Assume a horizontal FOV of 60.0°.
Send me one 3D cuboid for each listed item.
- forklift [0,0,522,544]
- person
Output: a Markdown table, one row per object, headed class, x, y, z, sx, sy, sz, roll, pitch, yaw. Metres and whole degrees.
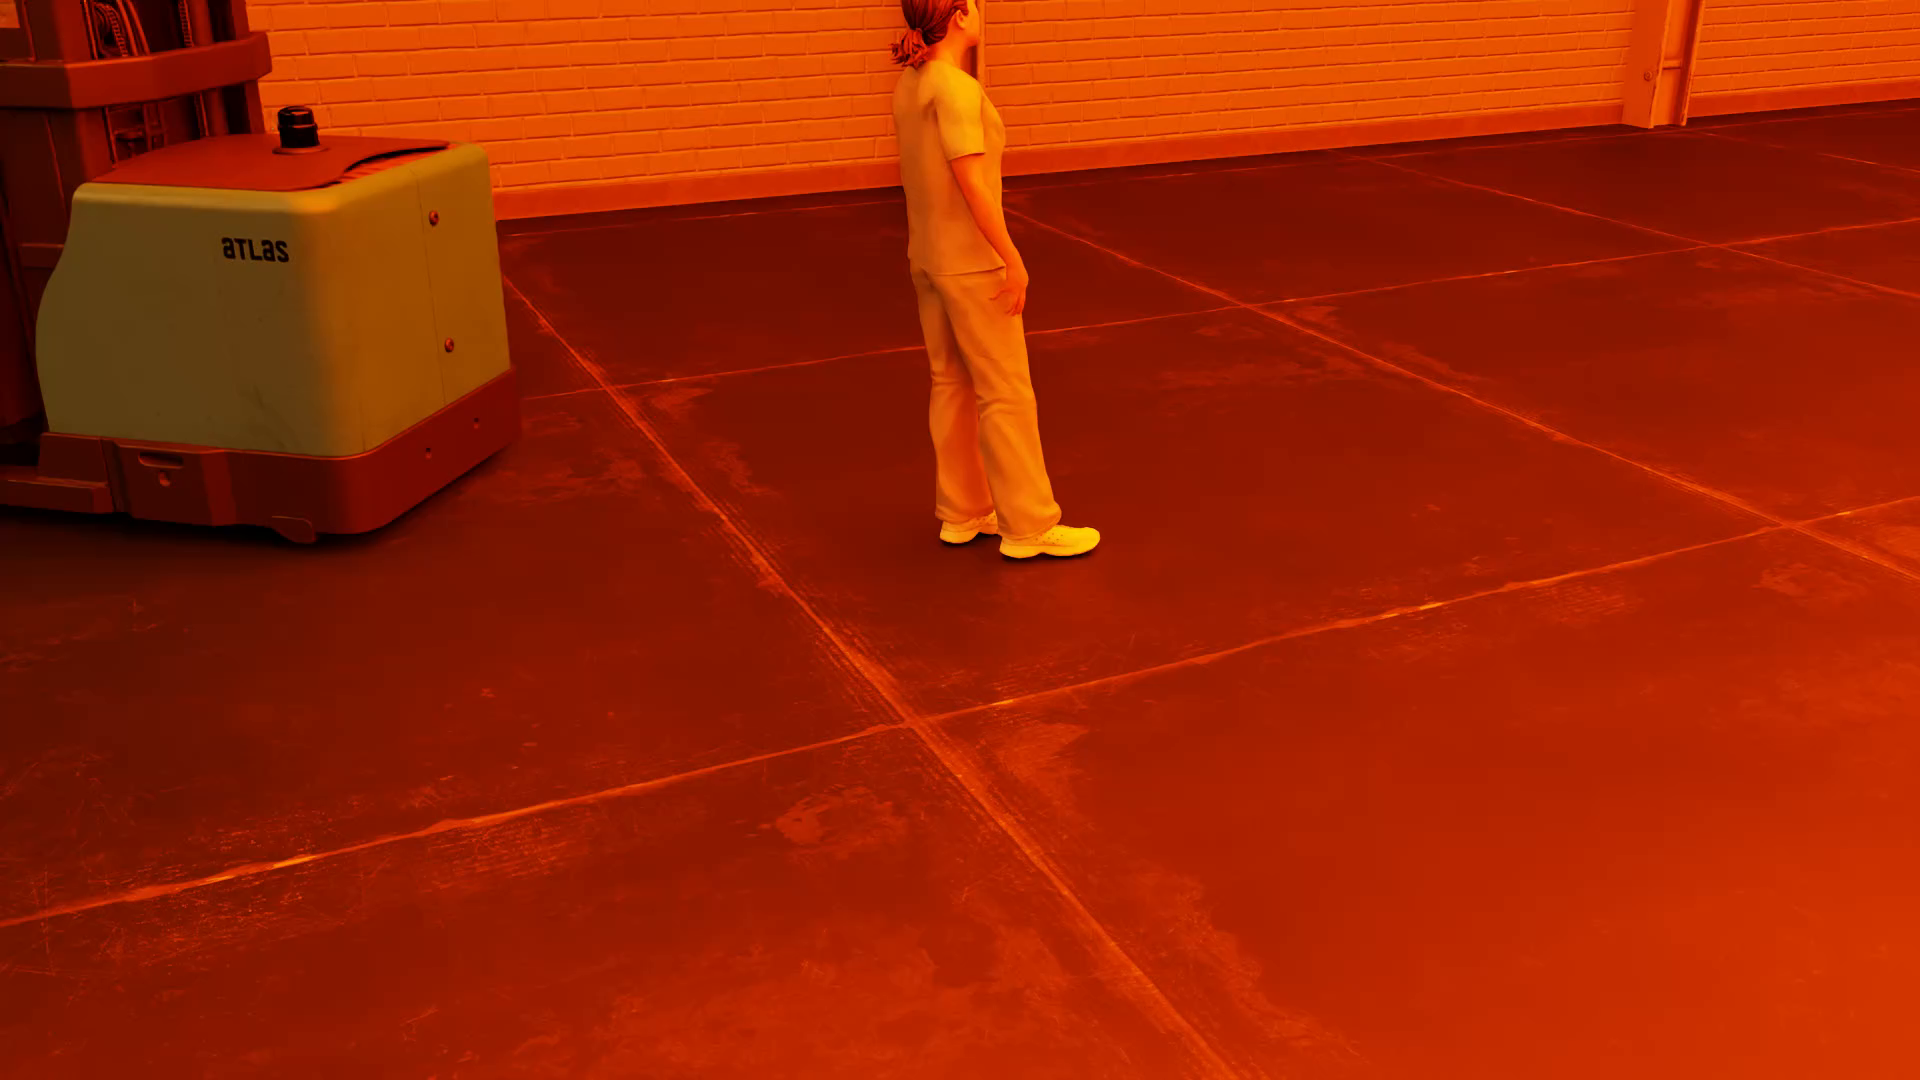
| class | x | y | z | sx | sy | sz | roll | pitch | yaw |
| --- | --- | --- | --- | --- | --- | --- | --- | --- | --- |
| forklift | -3.104 | -1.629 | 5.207 | 3.031 | 2.935 | 1.130 | 5 | 23 | 13 |
| person | 0.082 | -0.790 | 4.805 | 0.528 | 1.675 | 0.550 | -10 | 25 | -23 |
